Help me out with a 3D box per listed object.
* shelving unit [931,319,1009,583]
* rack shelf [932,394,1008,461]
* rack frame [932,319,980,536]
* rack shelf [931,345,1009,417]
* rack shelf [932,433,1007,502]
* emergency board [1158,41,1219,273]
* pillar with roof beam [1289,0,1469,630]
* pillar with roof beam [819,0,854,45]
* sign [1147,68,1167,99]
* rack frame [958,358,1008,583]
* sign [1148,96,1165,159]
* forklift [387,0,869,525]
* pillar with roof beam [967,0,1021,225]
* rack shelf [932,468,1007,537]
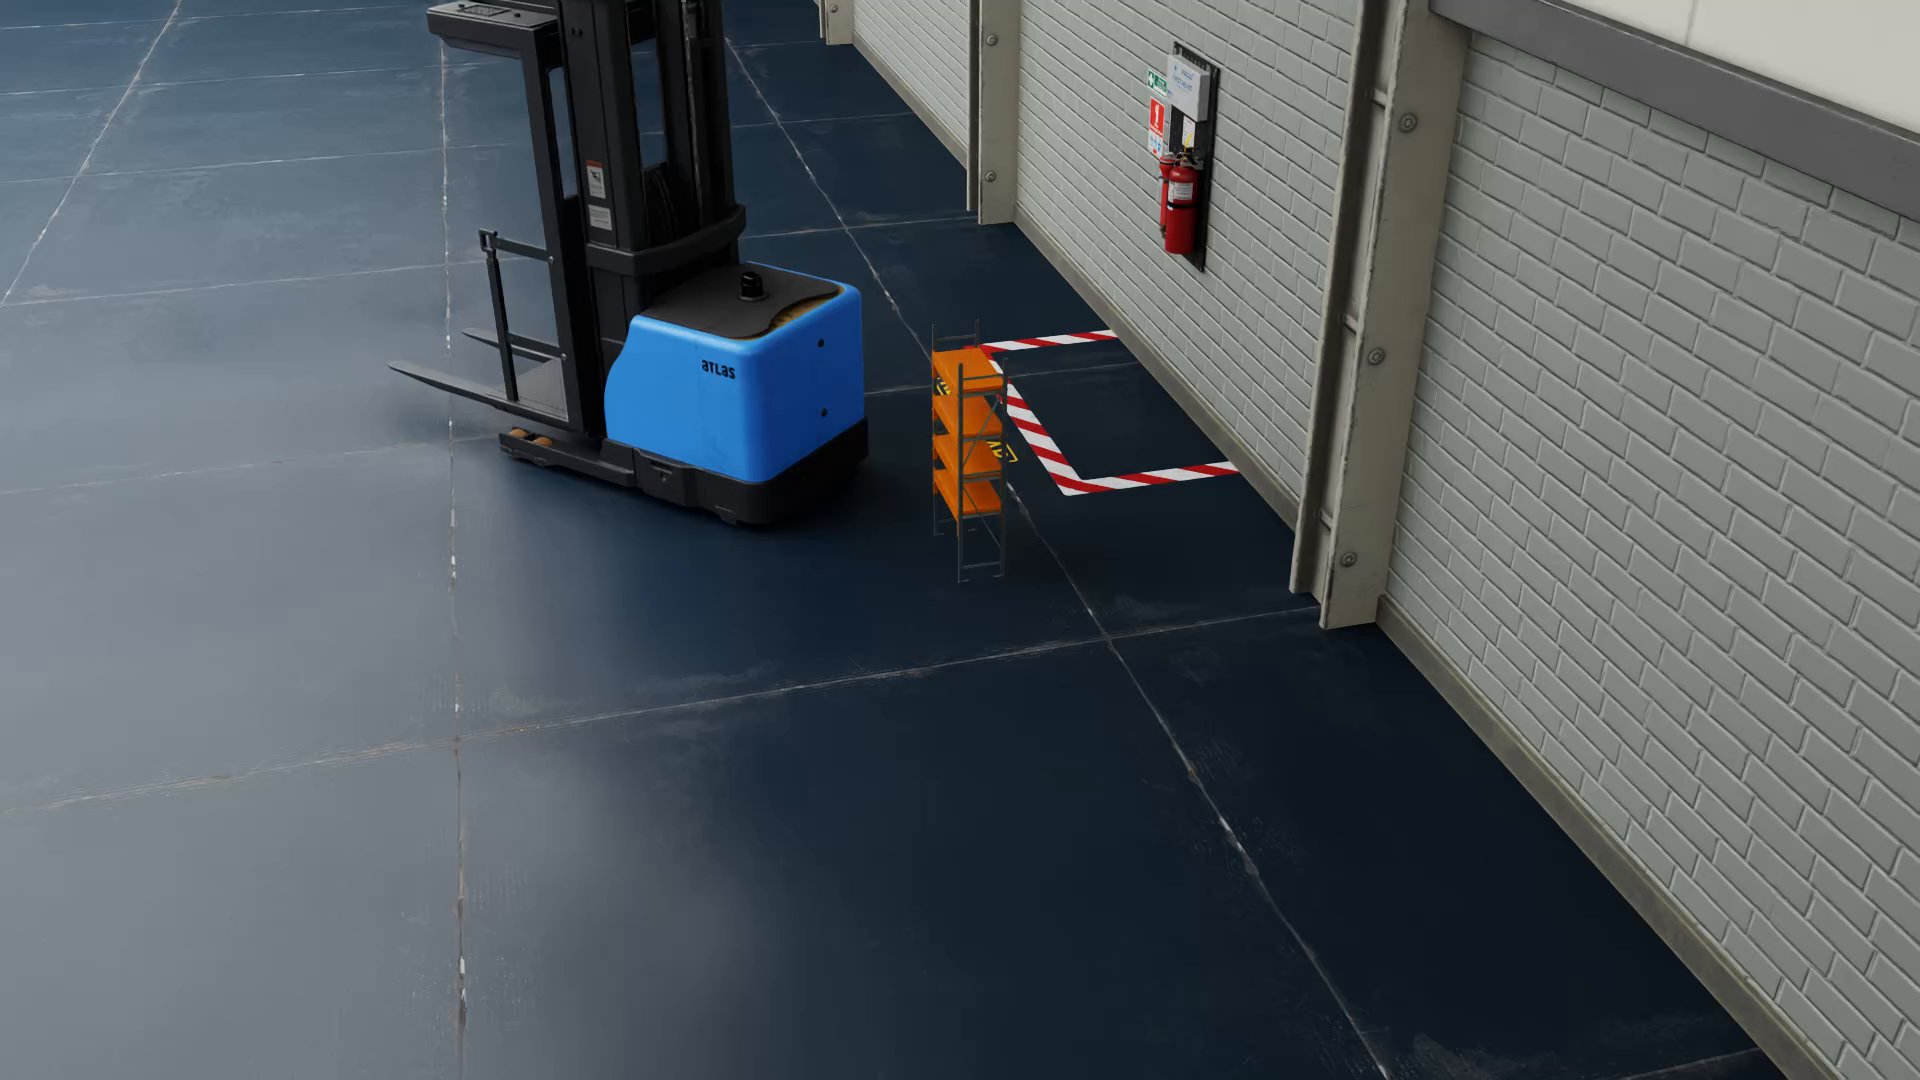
[{"bbox_3d":[0.044,-0.439,8.311,0.258,1.200,0.503,-8,31,-13],"label":"shelving unit"},{"bbox_3d":[0.044,-0.575,8.233,0.258,0.148,0.480,-8,31,-13],"label":"rack shelf"},{"bbox_3d":[-0.021,-0.557,8.515,0.240,1.200,0.015,-8,31,-13],"label":"rack frame"},{"bbox_3d":[0.044,-0.779,8.114,0.258,0.148,0.480,-8,31,-13],"label":"rack shelf"},{"bbox_3d":[0.044,-0.381,8.345,0.258,0.148,0.480,-8,31,-13],"label":"rack shelf"},{"bbox_3d":[1.228,-2.181,9.524,0.194,1.169,0.643,-8,31,-13],"label":"emergency board"},{"bbox_3d":[-2.304,-3.007,4.961,9.100,9.000,0.400,-8,31,-13],"label":"pillar with roof beam"},{"bbox_3d":[-5.489,-8.802,14.975,9.100,9.000,0.400,-8,31,-13],"label":"pillar with roof beam"},{"bbox_3d":[1.173,-2.703,9.862,0.001,0.109,0.331,-8,31,-13],"label":"sign"},{"bbox_3d":[0.109,-0.321,8.108,0.240,1.200,0.015,-8,31,-13],"label":"rack frame"},{"bbox_3d":[1.180,-2.477,10.000,0.001,0.329,0.234,-8,31,-13],"label":"sign"},{"bbox_3d":[-2.041,-1.891,9.092,3.031,2.935,1.130,17,34,27],"label":"forklift"},{"bbox_3d":[-3.896,-5.904,9.968,9.100,9.000,0.400,-8,31,-13],"label":"pillar with roof beam"},{"bbox_3d":[0.044,-0.209,8.444,0.258,0.148,0.480,-8,31,-13],"label":"rack shelf"}]
